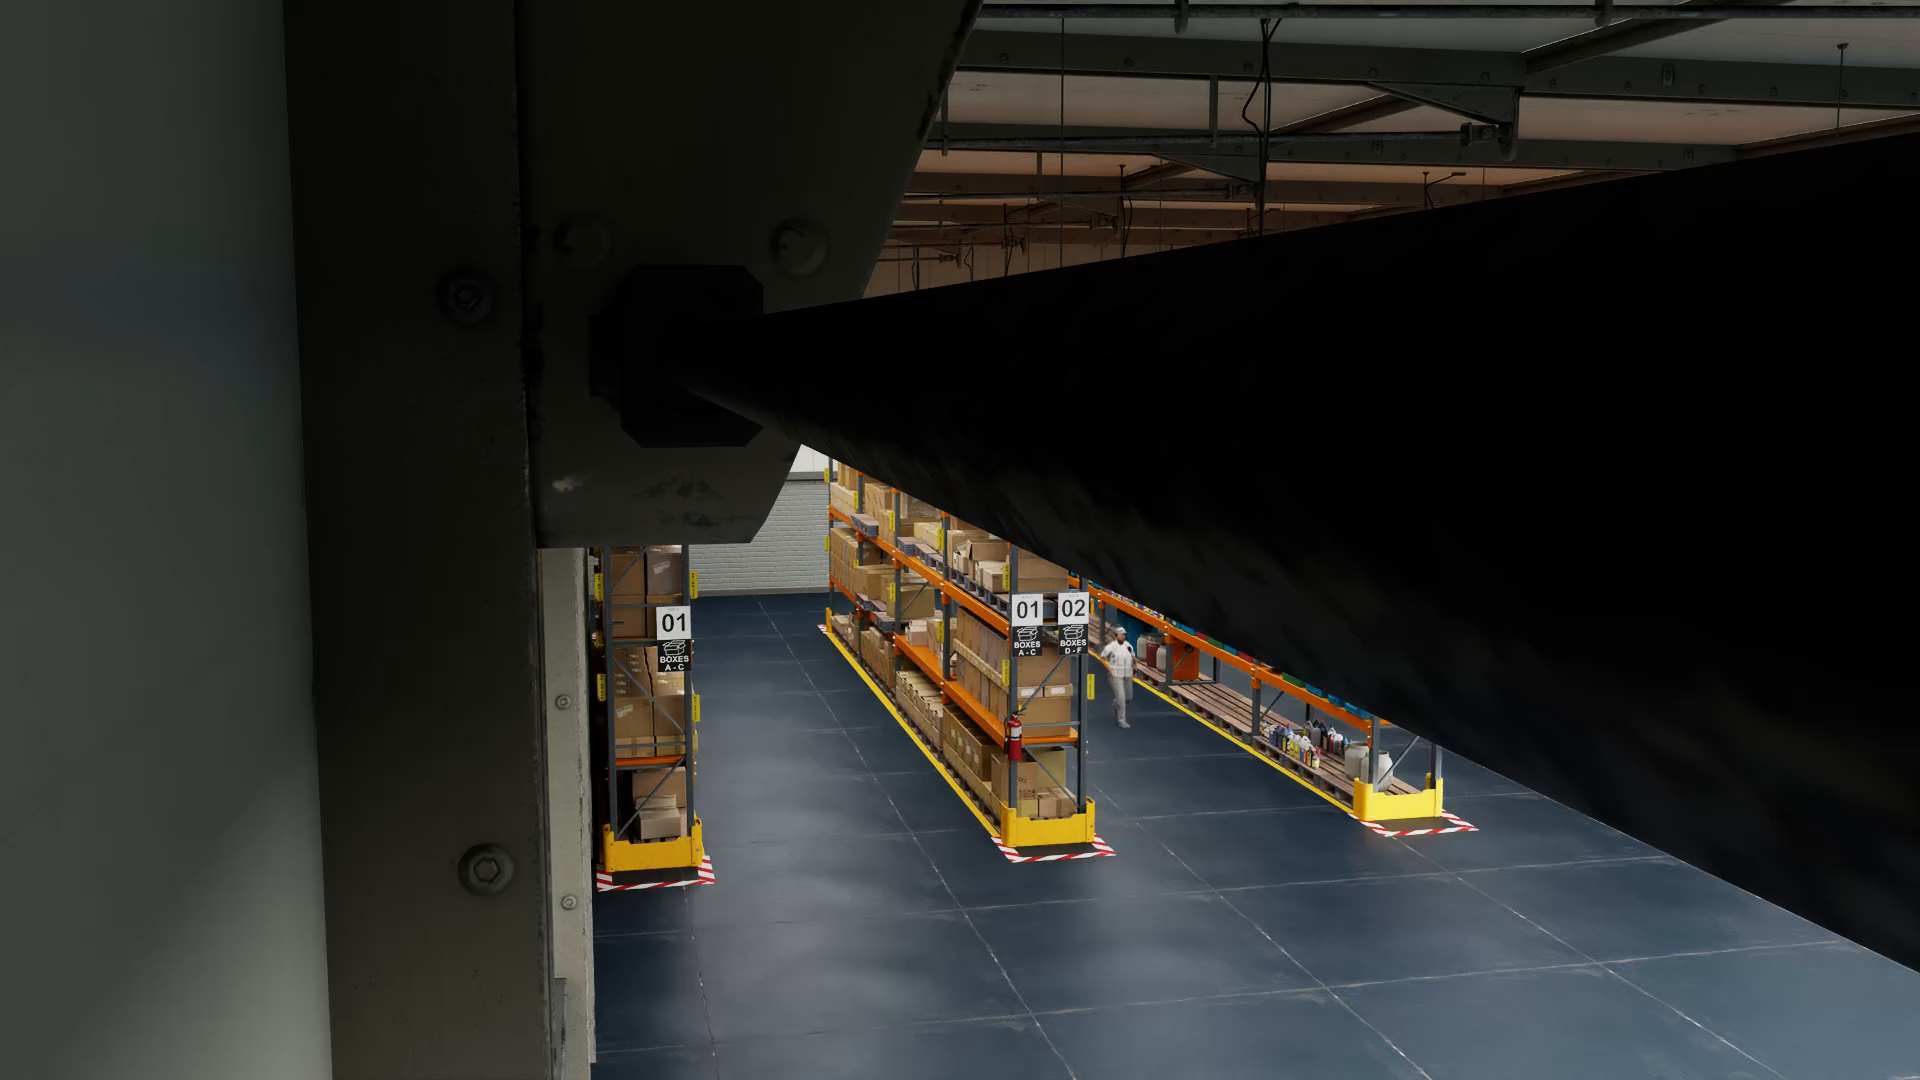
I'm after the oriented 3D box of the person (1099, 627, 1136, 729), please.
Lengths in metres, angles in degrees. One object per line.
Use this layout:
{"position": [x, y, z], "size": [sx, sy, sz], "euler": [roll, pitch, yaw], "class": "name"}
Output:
{"position": [2.638, 2.253, 27.563], "size": [0.620, 1.632, 0.803], "euler": [-3, 7, -23], "class": "person"}
